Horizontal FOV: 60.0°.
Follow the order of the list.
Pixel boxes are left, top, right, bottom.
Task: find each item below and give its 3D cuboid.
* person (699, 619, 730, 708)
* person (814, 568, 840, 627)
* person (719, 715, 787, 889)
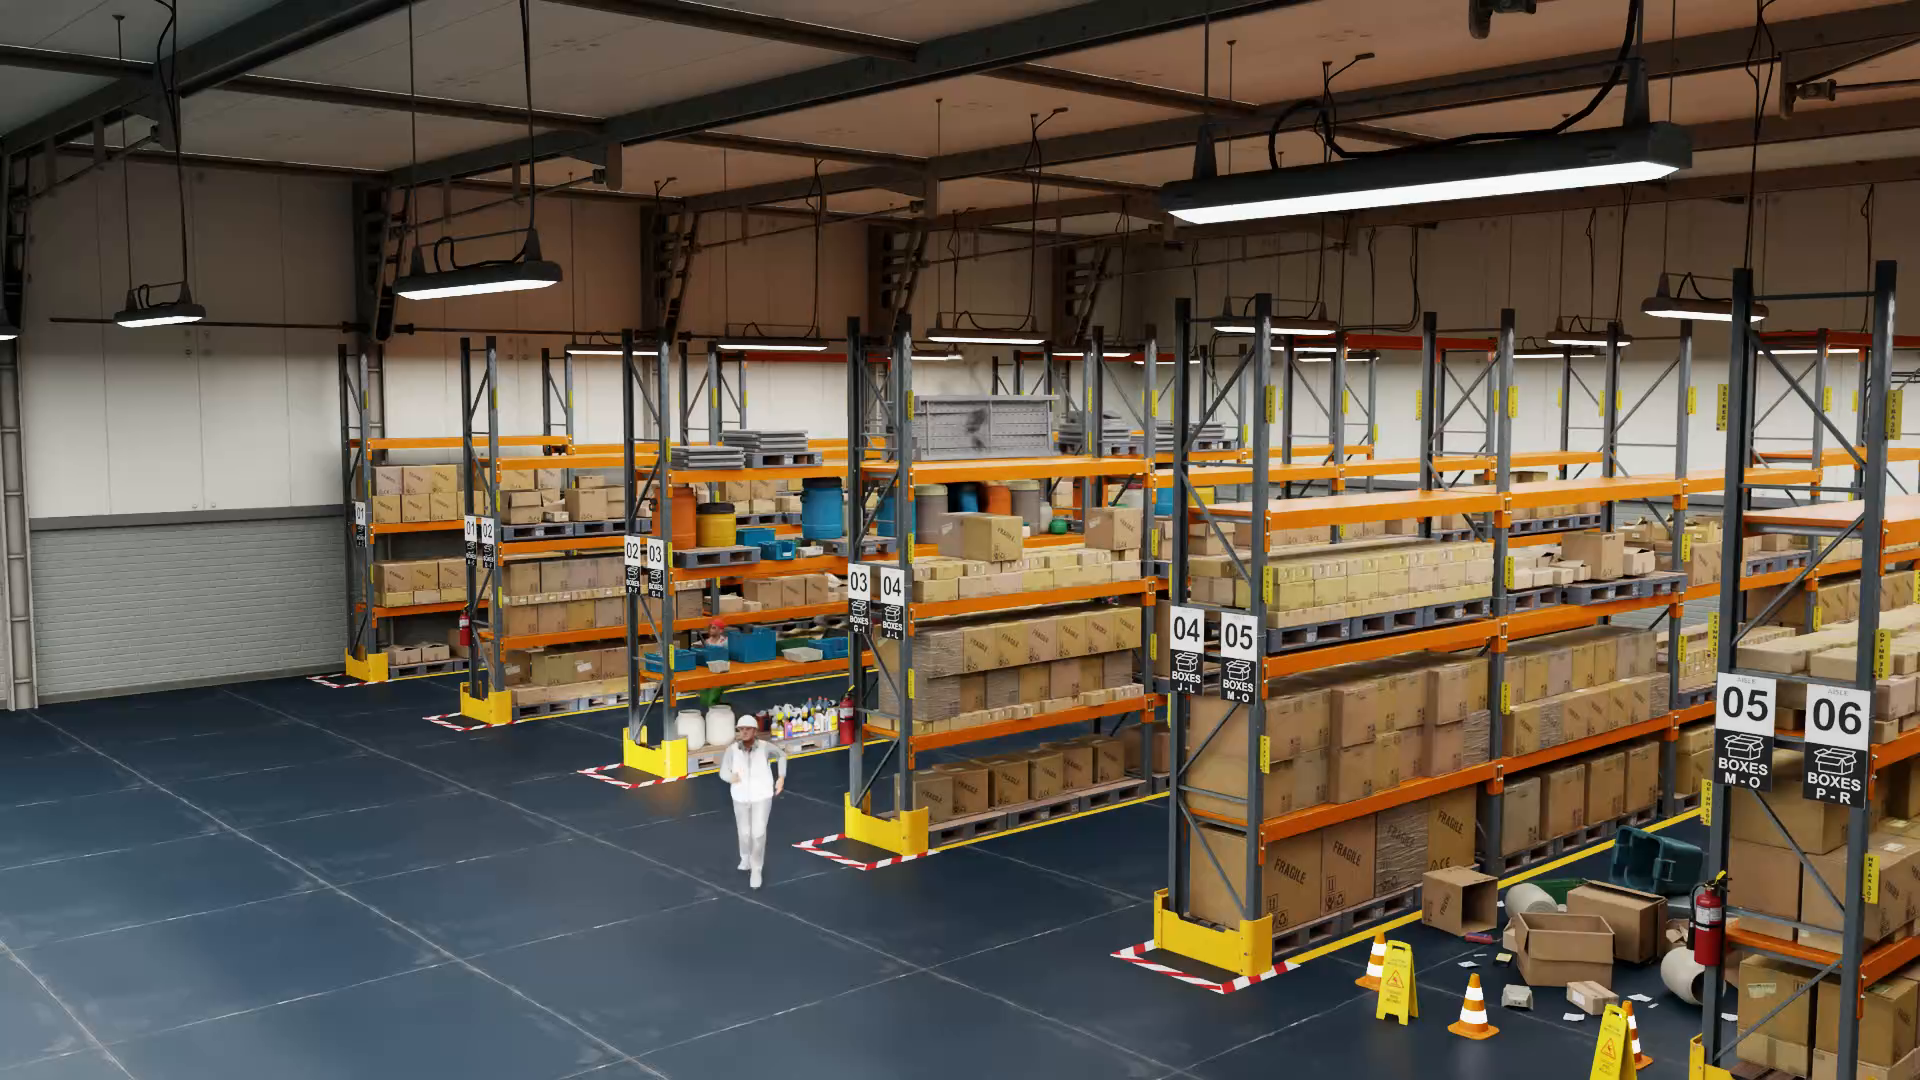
[{"bbox_3d":[-3.651,2.057,25.109,0.657,1.743,0.605,4,6,38],"label":"person"},{"bbox_3d":[-2.813,1.296,33.502,0.643,1.810,0.676,4,6,38],"label":"person"},{"bbox_3d":[-2.176,2.724,17.479,0.663,1.810,0.883,0,5,3],"label":"person"}]
